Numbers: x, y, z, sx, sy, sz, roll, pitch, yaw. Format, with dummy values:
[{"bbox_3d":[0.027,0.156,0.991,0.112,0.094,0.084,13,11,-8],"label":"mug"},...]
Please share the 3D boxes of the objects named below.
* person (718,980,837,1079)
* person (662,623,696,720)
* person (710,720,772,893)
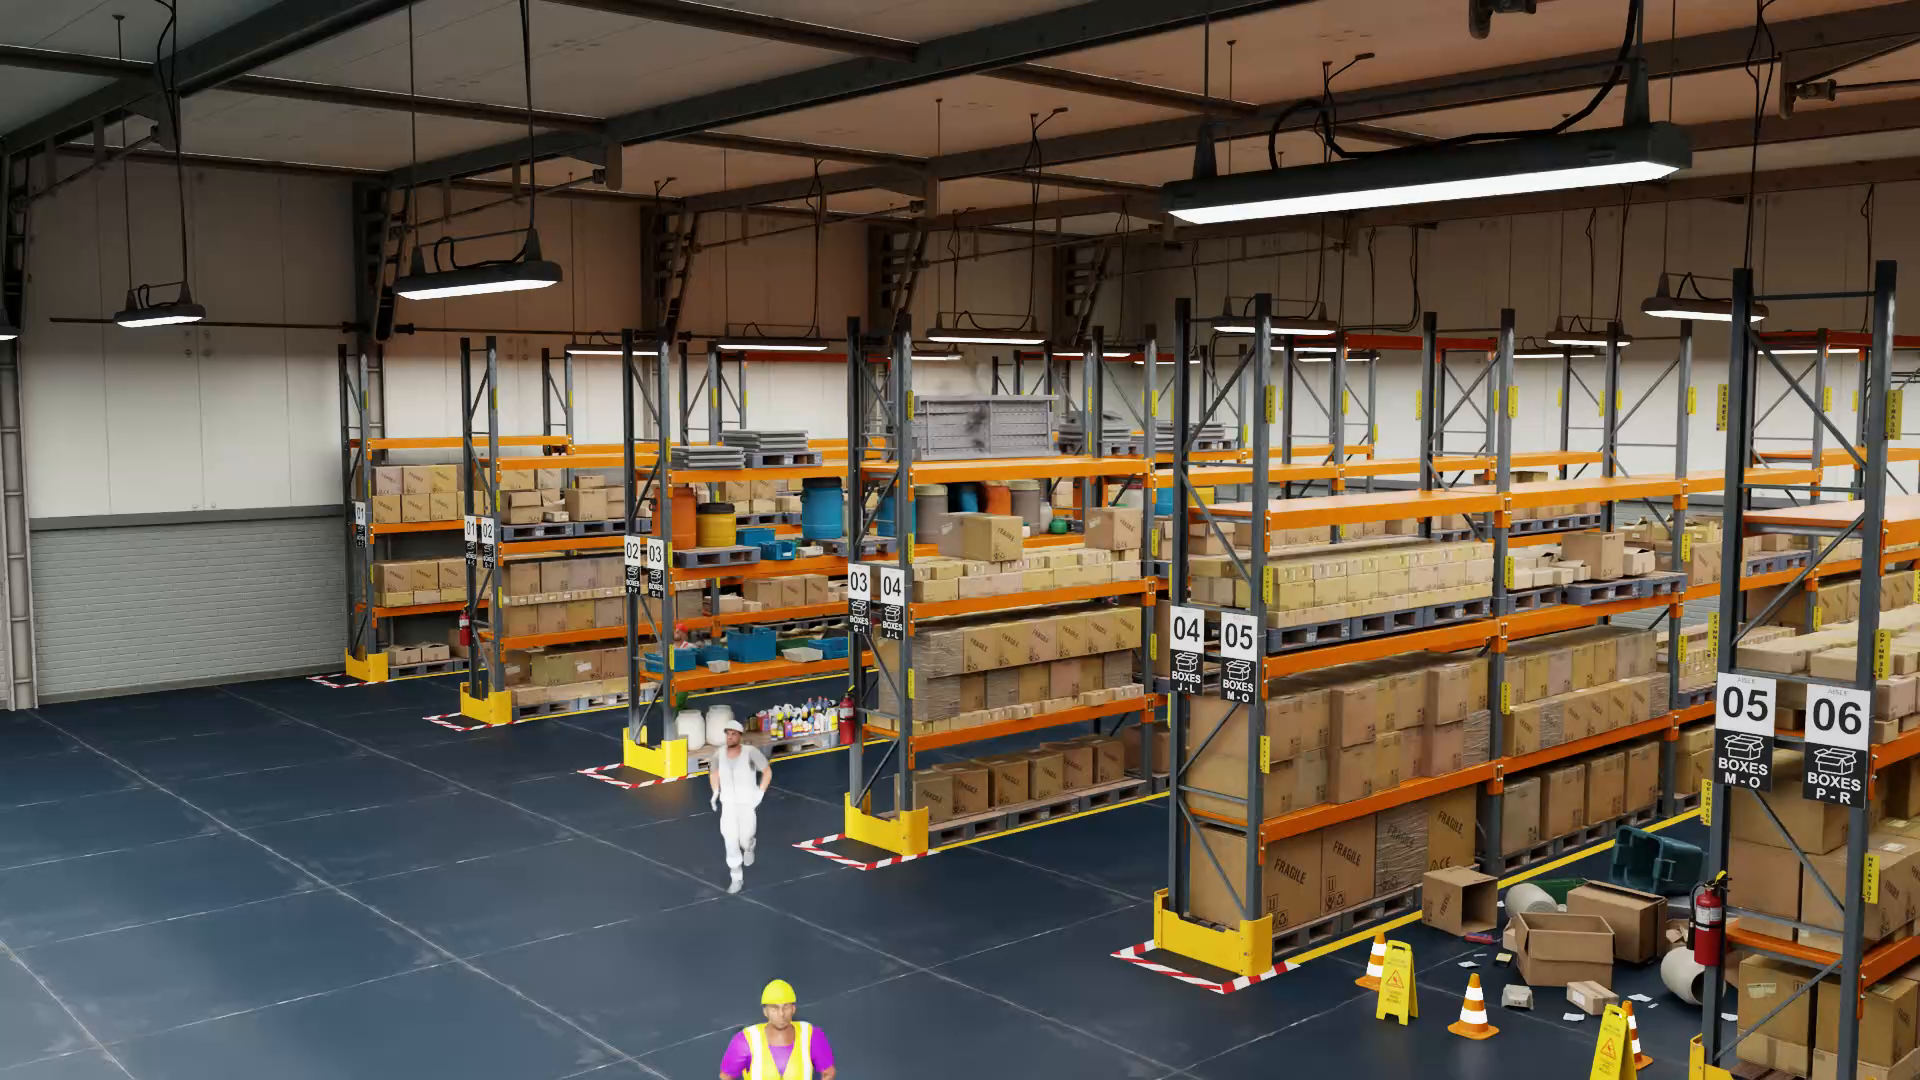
[{"bbox_3d":[-1.064,3.434,9.823,0.702,1.721,0.589,-1,5,-13],"label":"person"},{"bbox_3d":[-4.135,2.094,24.690,0.657,1.743,0.605,3,6,34],"label":"person"},{"bbox_3d":[-2.288,2.741,17.397,0.660,1.776,0.688,1,5,8],"label":"person"}]
